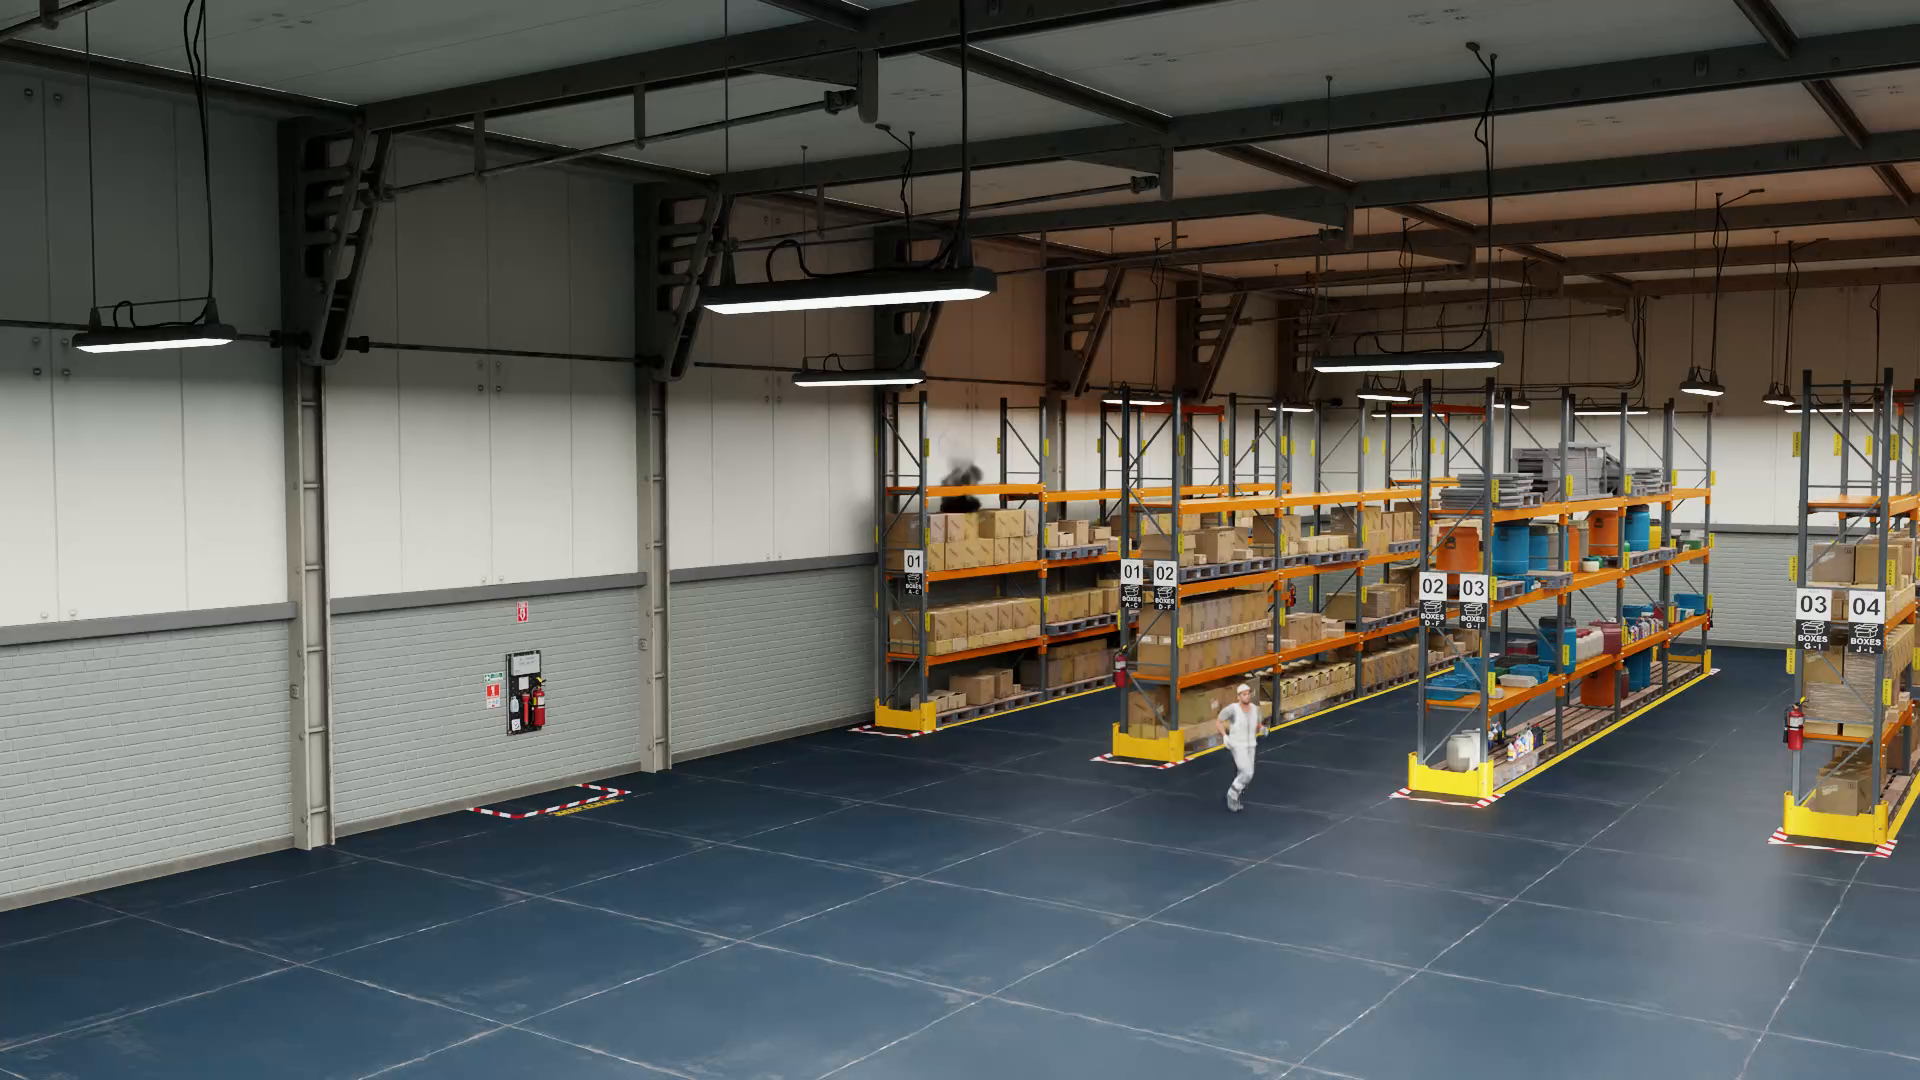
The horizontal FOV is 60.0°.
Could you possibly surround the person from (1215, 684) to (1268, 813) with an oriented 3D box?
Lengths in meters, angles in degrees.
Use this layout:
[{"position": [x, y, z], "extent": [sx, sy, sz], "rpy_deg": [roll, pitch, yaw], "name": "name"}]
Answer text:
[{"position": [3.909, 2.851, 22.762], "extent": [0.625, 1.762, 0.659], "rpy_deg": [-2, 4, -28], "name": "person"}]
